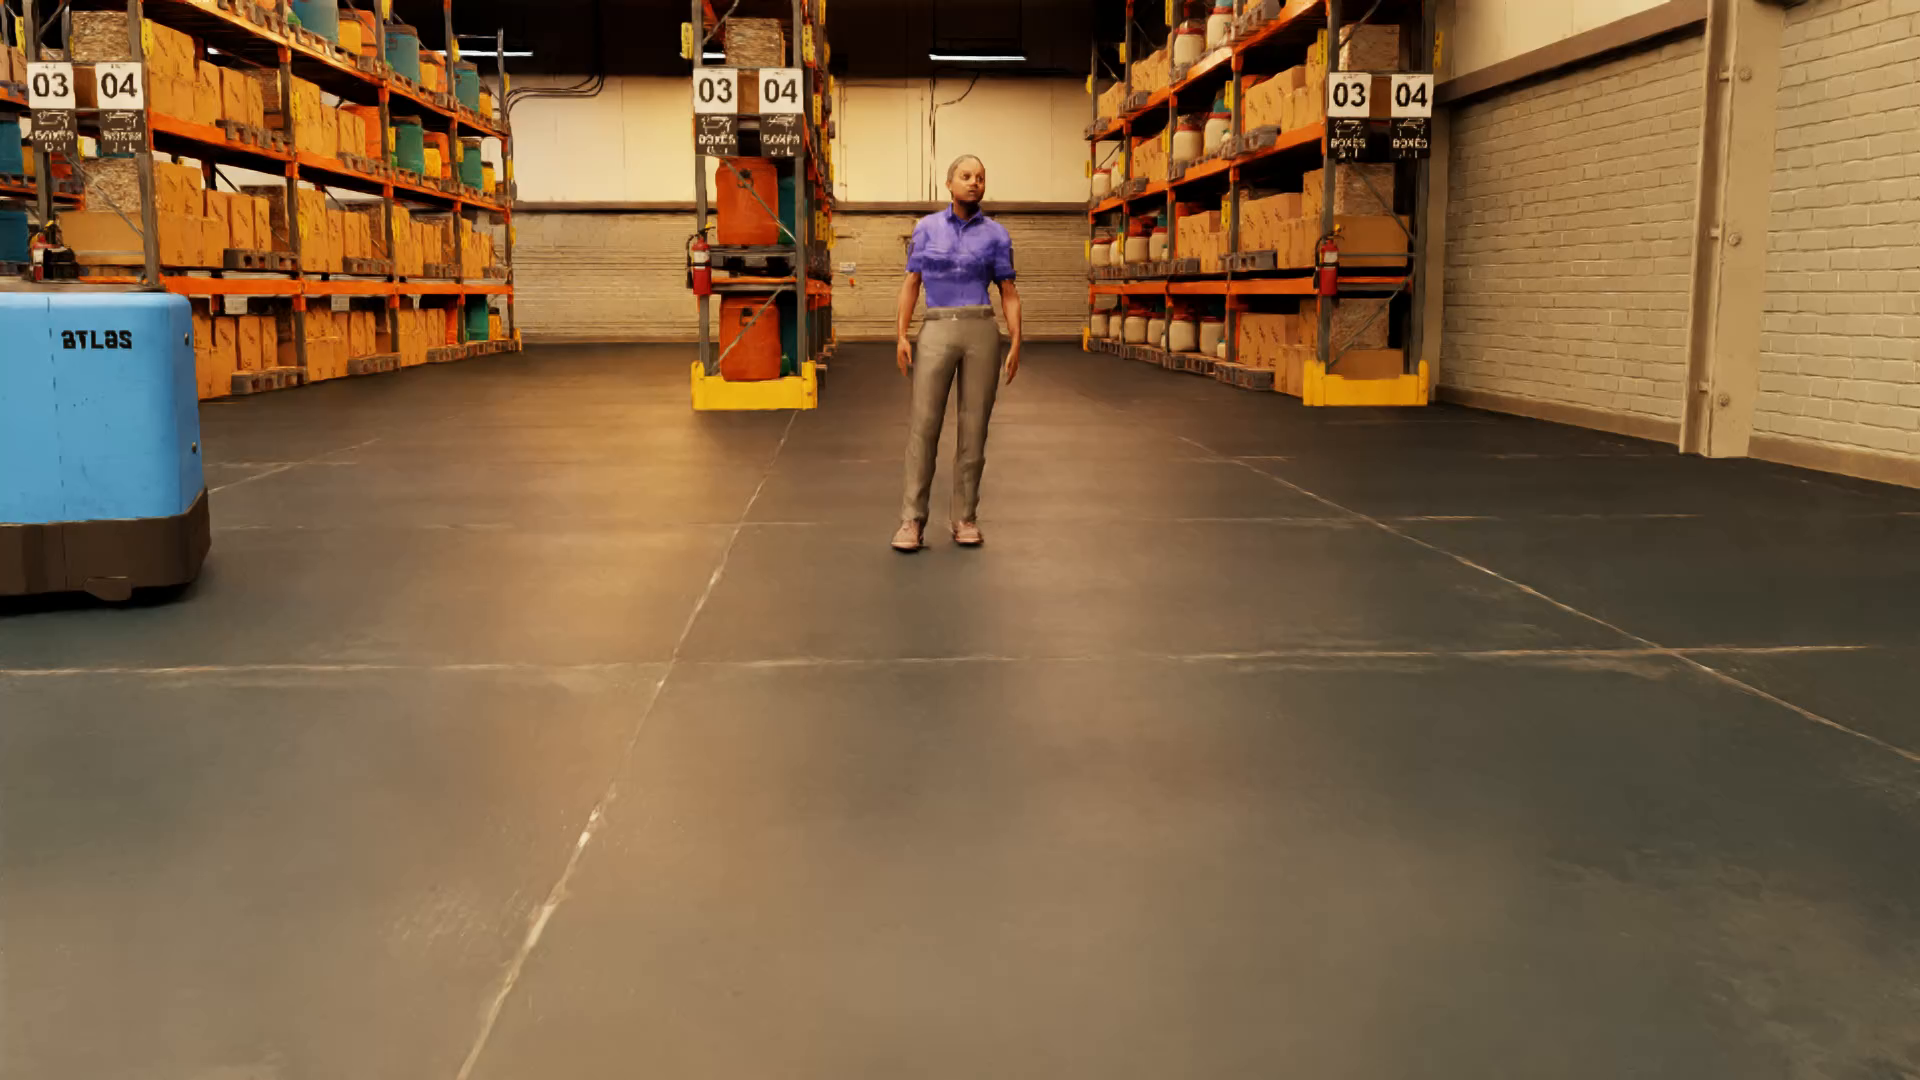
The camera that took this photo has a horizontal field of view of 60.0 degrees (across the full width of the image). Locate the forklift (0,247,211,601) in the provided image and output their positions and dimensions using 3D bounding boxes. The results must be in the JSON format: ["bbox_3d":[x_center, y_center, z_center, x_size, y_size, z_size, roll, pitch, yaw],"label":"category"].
[{"bbox_3d":[-4.275,-1.219,5.541,3.031,2.935,1.130,-3,9,-20],"label":"forklift"}]

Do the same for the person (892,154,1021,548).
[{"bbox_3d":[-0.014,-0.812,7.100,0.570,1.654,0.503,-1,8,-4],"label":"person"}]
